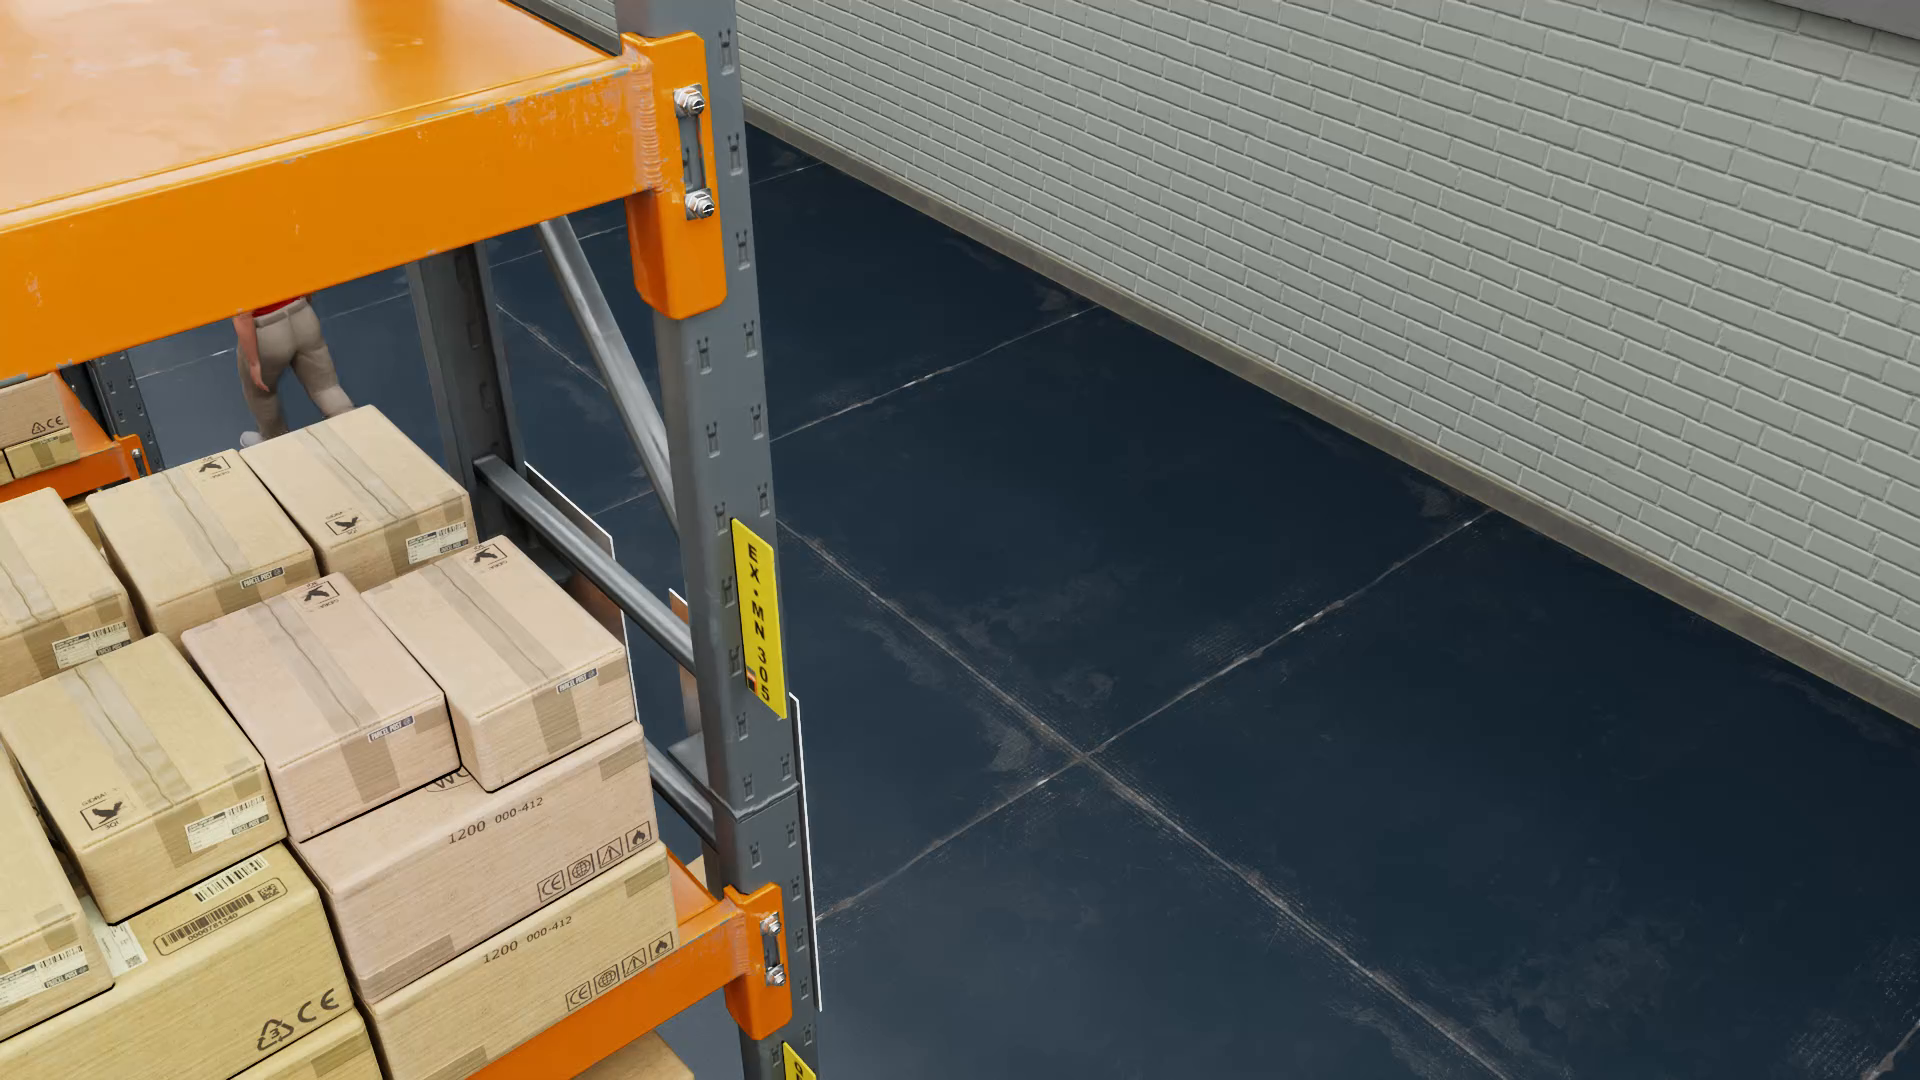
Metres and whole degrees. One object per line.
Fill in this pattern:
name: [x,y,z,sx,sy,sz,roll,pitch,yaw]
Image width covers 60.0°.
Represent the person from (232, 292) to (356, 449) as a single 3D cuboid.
person: [-3.525,-1.078,8.599,1.006,1.682,0.565,21,41,27]
